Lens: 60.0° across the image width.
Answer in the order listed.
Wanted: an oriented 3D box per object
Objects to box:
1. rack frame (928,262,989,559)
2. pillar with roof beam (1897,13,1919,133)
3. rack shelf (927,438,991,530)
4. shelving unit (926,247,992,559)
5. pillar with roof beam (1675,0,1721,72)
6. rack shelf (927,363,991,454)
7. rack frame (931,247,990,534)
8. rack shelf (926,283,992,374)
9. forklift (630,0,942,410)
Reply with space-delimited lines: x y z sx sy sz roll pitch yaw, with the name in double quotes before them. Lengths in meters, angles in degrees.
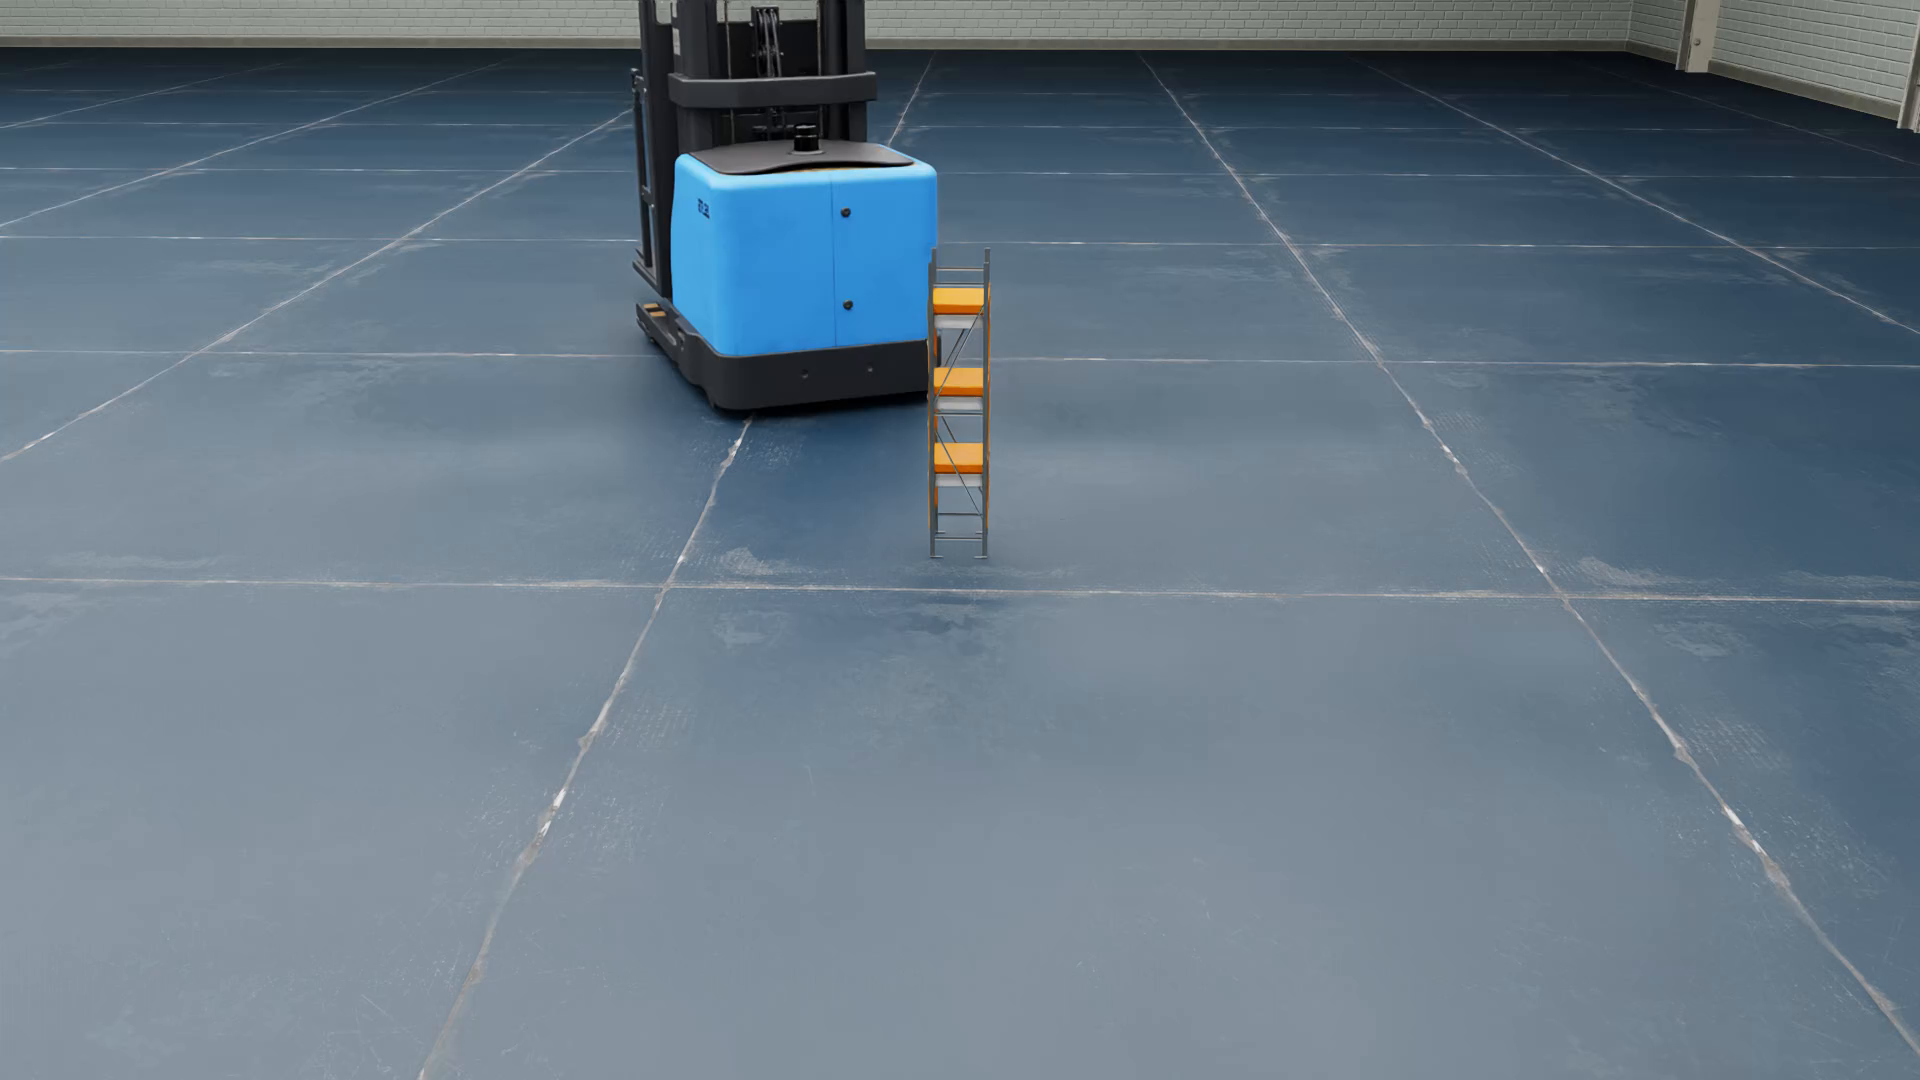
"rack frame" -0.005 -0.426 5.675 0.200 1.050 0.008 1 21 2
"pillar with roof beam" 5.251 -8.311 15.009 9.100 9.000 0.400 1 21 2
"rack shelf" -0.002 -0.201 5.894 0.215 0.259 0.240 1 21 2
"shelving unit" -0.002 -0.470 5.789 0.215 1.050 0.252 1 21 2
"pillar with roof beam" 5.433 -10.481 20.600 9.100 9.000 0.400 1 21 2
"rack shelf" -0.002 -0.460 5.793 0.215 0.259 0.240 1 21 2
"rack frame" 0.002 -0.514 5.903 0.200 1.050 0.008 1 21 2
"rack shelf" -0.002 -0.725 5.690 0.215 0.259 0.240 1 21 2
"forklift" -1.080 -2.439 8.263 1.130 2.935 3.031 -8 23 -19
